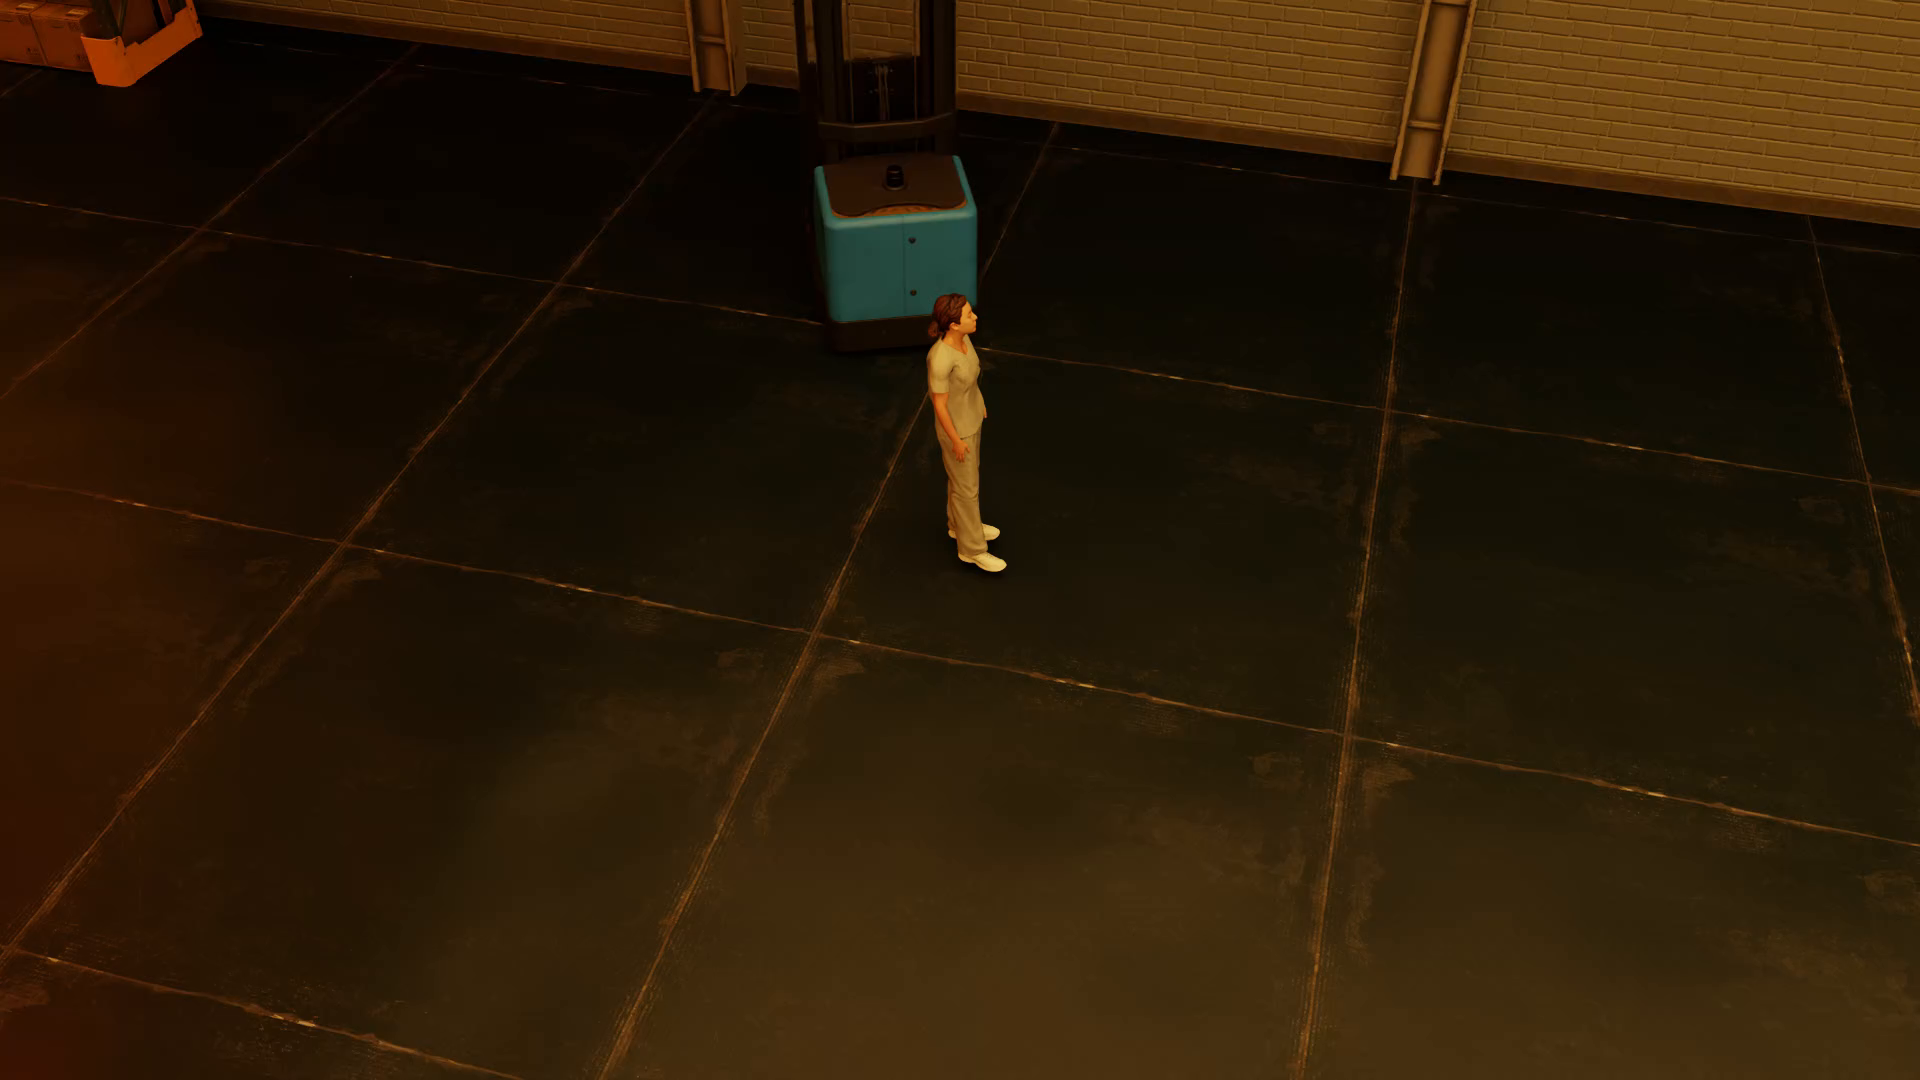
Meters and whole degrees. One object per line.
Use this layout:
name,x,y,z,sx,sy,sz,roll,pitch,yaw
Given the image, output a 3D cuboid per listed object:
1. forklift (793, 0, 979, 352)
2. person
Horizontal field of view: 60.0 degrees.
forklift,-0.614,-3.372,11.709,1.130,2.935,3.031,-6,42,-7
person,0.068,-0.645,9.477,0.547,1.673,0.550,10,42,11
